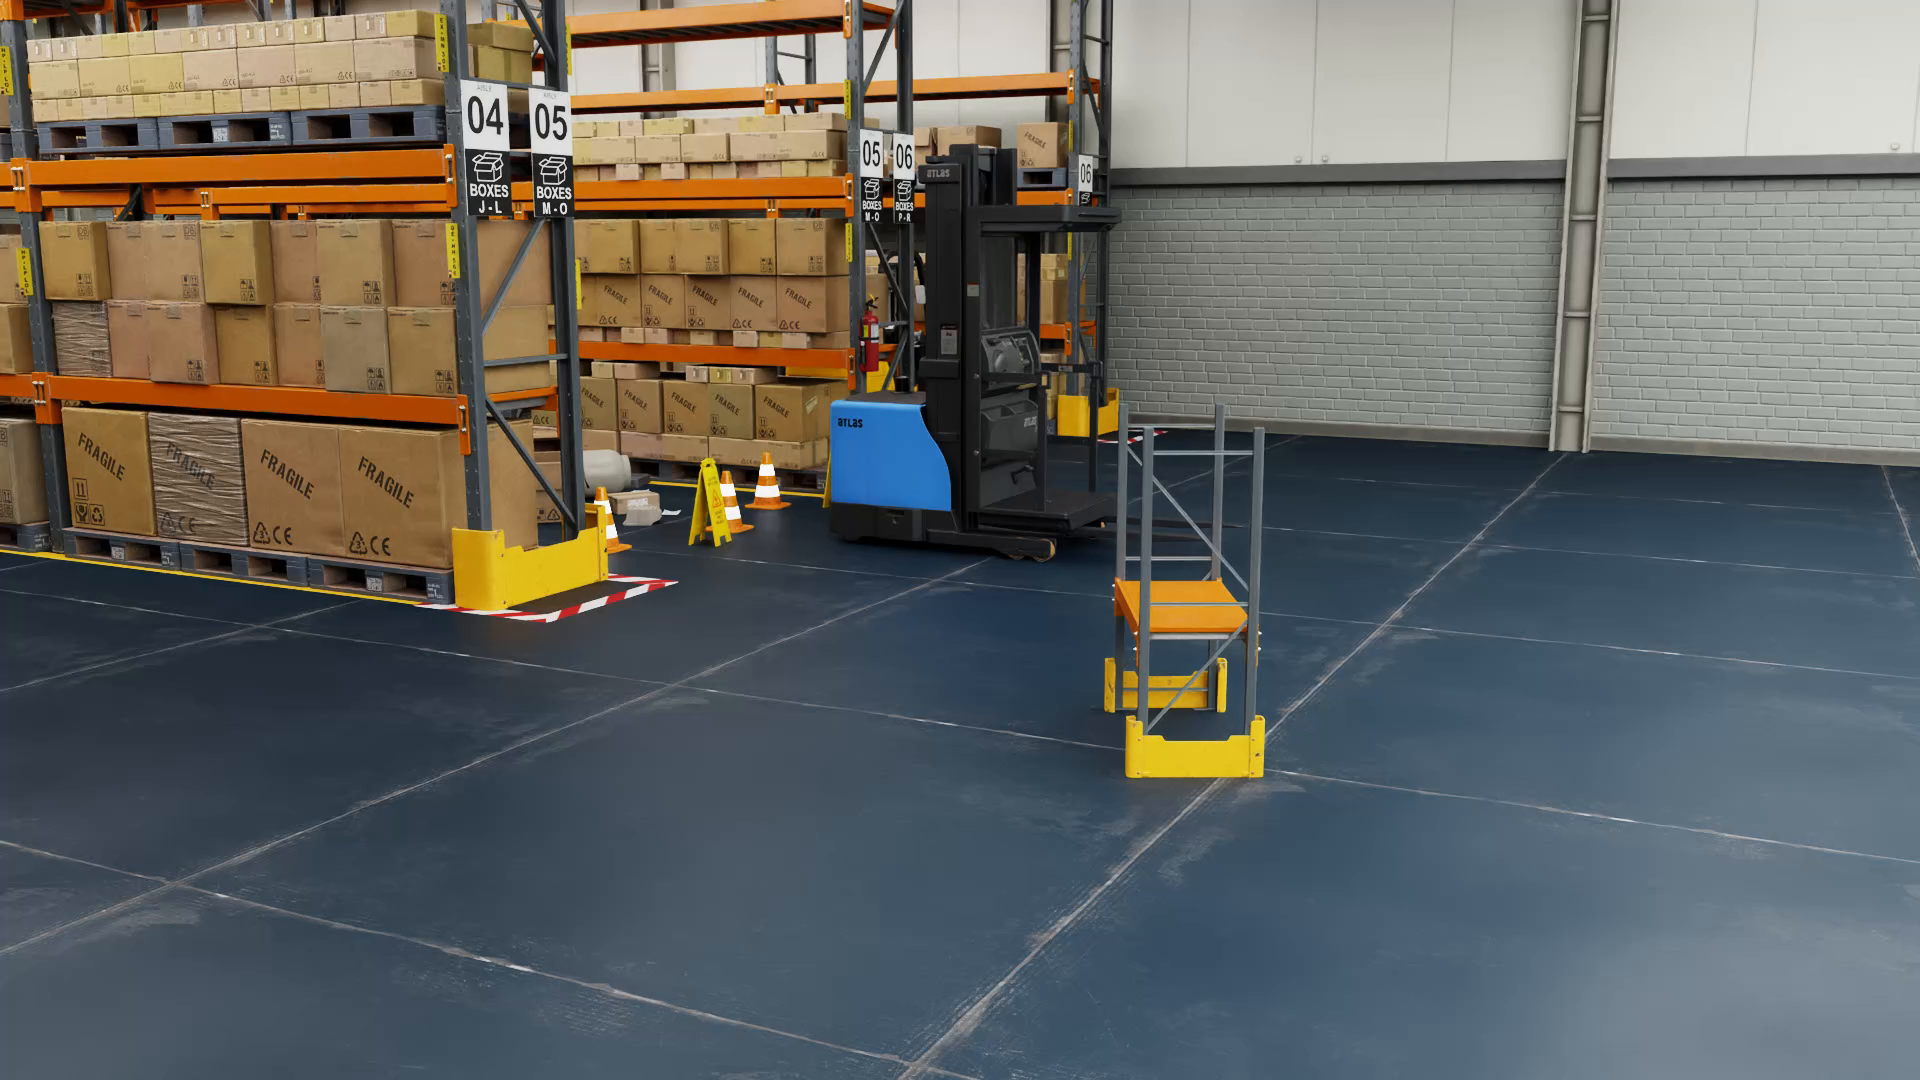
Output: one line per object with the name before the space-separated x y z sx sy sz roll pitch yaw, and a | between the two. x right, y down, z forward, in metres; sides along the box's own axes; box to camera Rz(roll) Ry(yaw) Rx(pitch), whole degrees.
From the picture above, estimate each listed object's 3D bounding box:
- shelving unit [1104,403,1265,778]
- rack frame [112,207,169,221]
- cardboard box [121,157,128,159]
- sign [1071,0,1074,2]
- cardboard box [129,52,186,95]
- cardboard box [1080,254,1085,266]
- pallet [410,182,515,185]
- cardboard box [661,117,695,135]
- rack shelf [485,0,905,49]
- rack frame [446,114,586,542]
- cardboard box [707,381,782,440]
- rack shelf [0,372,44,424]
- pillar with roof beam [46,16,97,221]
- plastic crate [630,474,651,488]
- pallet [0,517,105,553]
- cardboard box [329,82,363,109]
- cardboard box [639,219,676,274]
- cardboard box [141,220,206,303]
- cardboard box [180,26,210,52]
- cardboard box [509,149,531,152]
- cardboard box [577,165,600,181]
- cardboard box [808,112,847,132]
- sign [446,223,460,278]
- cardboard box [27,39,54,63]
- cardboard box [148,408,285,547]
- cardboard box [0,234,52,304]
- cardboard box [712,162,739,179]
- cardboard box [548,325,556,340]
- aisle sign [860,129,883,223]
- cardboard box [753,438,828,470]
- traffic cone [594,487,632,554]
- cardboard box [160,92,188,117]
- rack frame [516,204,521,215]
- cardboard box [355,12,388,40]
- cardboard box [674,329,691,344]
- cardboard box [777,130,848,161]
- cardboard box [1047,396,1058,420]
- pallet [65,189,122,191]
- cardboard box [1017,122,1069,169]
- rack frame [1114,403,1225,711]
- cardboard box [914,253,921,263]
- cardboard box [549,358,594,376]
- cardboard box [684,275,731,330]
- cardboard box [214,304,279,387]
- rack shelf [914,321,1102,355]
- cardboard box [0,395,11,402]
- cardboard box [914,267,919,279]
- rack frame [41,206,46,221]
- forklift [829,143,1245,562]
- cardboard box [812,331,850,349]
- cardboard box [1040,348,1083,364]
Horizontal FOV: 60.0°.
shelving unit | 1.004 0.182 7.512 0.587 1.500 1.083 0 10 0
rack frame | -12.853 -3.992 26.366 0.127 3.000 1.000 5 11 26
cardboard box | -8.844 -4.348 18.451 0.500 0.500 0.700 4 11 23
sign | 1.243 -6.097 18.303 0.005 0.325 0.100 5 11 26
cardboard box | -5.164 -3.097 11.123 0.500 0.250 0.500 5 11 25
cardboard box | 1.289 -3.307 19.641 0.250 0.149 0.380 5 11 25
pallet | -4.791 -3.703 16.872 1.003 0.211 1.213 5 11 26
cardboard box | -2.521 -3.778 15.227 0.250 0.149 0.380 5 12 27
rack shelf | -2.491 -4.692 15.419 4.000 0.370 1.077 5 11 26
rack frame | -2.797 -1.140 10.606 0.127 3.000 1.000 5 11 26
cardboard box | -2.001 -1.223 15.502 0.500 0.500 0.500 6 12 28
rack shelf | -8.178 -1.259 13.282 4.000 0.370 1.077 5 11 26
pillar with roof beam | -16.777 -6.613 24.002 0.548 9.000 9.100 5 11 26
plastic crate | -3.239 -0.562 15.612 0.583 0.080 0.402 1 10 6
pallet | -7.109 -0.132 12.865 1.213 0.211 1.003 5 11 26
cardboard box | -3.701 -2.760 10.382 0.250 0.149 0.380 5 11 27
cardboard box | -2.591 -2.758 15.621 0.500 0.500 0.700 5 11 25
cardboard box | -5.100 -1.936 11.554 0.550 0.550 0.875 5 11 26
cardboard box | -4.844 -3.253 10.865 0.250 0.149 0.380 5 11 26
cardboard box | -4.011 -3.724 16.046 0.500 0.250 0.500 5 11 25
cardboard box | -3.425 -3.485 15.845 0.250 0.149 0.380 5 12 28
cardboard box | -1.131 -3.663 14.589 0.250 0.149 0.380 5 11 26
sign | -3.050 -1.741 10.009 0.005 0.325 0.100 5 11 26
cardboard box | -6.208 -3.373 11.527 0.250 0.149 0.380 5 11 26
cardboard box | -5.041 -0.485 11.775 0.875 0.875 0.875 5 11 26
cardboard box | -6.832 -2.034 12.461 0.500 0.500 0.700 5 11 25
cardboard box | -2.044 -3.358 15.143 0.250 0.149 0.380 5 11 25
cardboard box | -3.895 -2.042 16.298 0.250 0.149 0.380 5 12 27
aisle sign | -0.770 -3.166 14.504 0.004 0.787 0.394 5 11 26
cardboard box | -1.563 -0.815 15.350 0.500 0.250 0.500 5 11 26
traffic cone | -2.645 -0.160 12.316 0.334 0.463 0.336 5 11 26
cardboard box | -5.065 -2.880 11.045 0.250 0.149 0.380 5 11 26
rack frame | -5.679 -3.362 22.883 0.127 3.000 1.000 5 11 26
cardboard box | -3.473 -3.133 10.201 0.250 0.149 0.380 5 11 26
cardboard box | -2.490 -1.934 15.697 0.250 0.149 0.380 5 11 26
cardboard box | -1.276 -3.484 14.723 0.500 0.250 0.500 5 11 25
cardboard box | 0.934 -1.572 19.533 0.500 0.250 0.500 5 11 26
pallet | -9.477 -4.082 18.969 1.213 0.211 1.003 6 12 28
cardboard box | 0.991 -4.508 19.055 0.500 0.500 0.500 5 12 28
rack frame | 1.002 0.093 8.004 0.500 1.500 0.032 0 10 0
cardboard box | -0.515 -3.383 20.064 0.250 0.149 0.380 5 11 26
cardboard box | -3.789 -1.686 16.240 0.250 0.149 0.380 5 11 27
cardboard box | -2.200 -2.213 15.419 0.500 0.500 0.500 5 11 26
cardboard box | -4.593 -1.375 11.483 0.500 0.550 0.875 5 11 26
rack shelf | -0.298 -2.535 20.335 4.000 0.370 1.077 5 11 26
cardboard box | -11.974 -1.897 20.802 0.875 0.438 0.875 5 11 25
cardboard box | -0.544 -3.223 20.013 0.250 0.149 0.380 5 11 25
rack frame | -11.459 -2.884 20.243 0.127 3.000 1.000 5 11 26
forklift | 0.560 -1.393 12.199 3.031 2.935 1.130 5 11 26
cardboard box | -1.127 -1.810 15.014 0.250 0.149 0.380 5 12 28
cardboard box | 1.148 -2.145 19.895 0.500 0.250 0.500 5 11 25
